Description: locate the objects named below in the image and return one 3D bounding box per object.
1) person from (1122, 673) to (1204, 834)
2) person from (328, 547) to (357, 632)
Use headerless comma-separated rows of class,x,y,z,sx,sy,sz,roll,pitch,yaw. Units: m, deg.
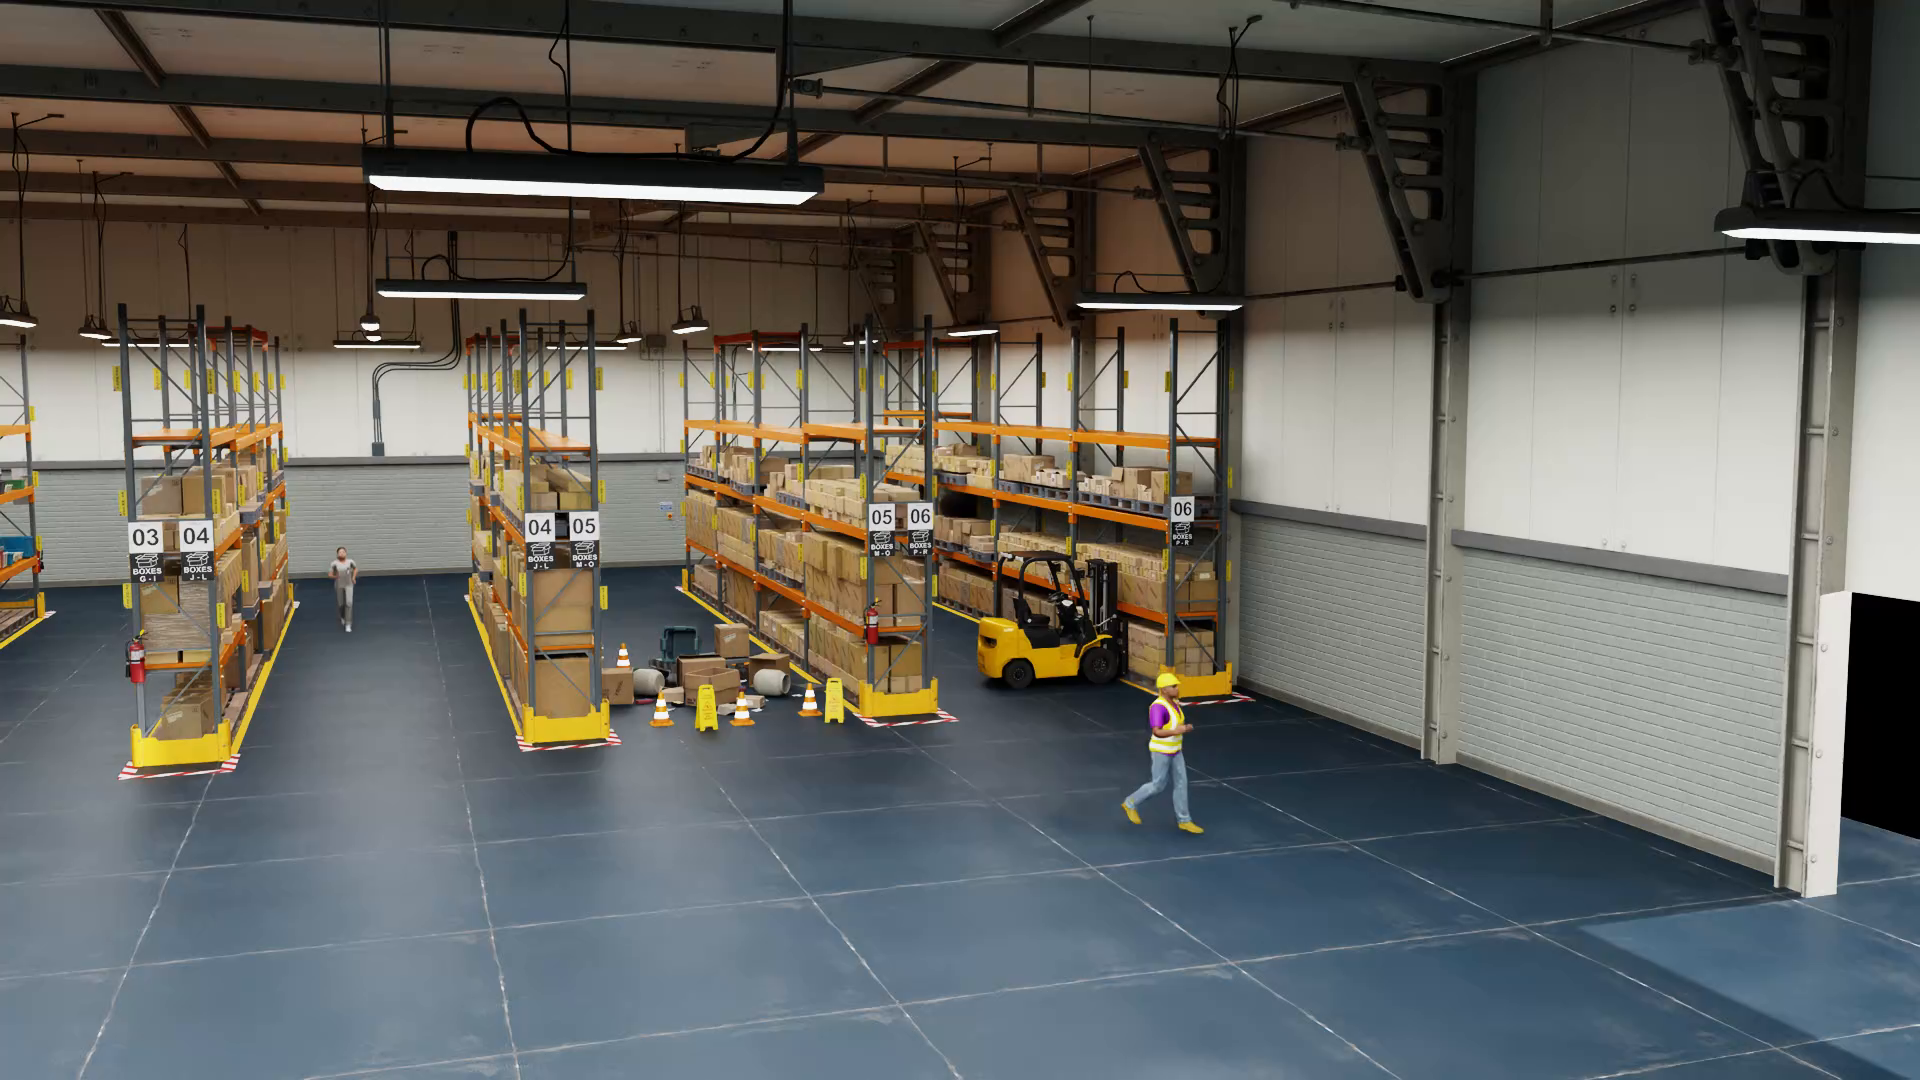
person,2.265,2.347,18.462,0.949,1.757,0.722,3,6,29
person,-12.459,0.974,33.605,0.566,1.684,0.956,-2,6,-22
